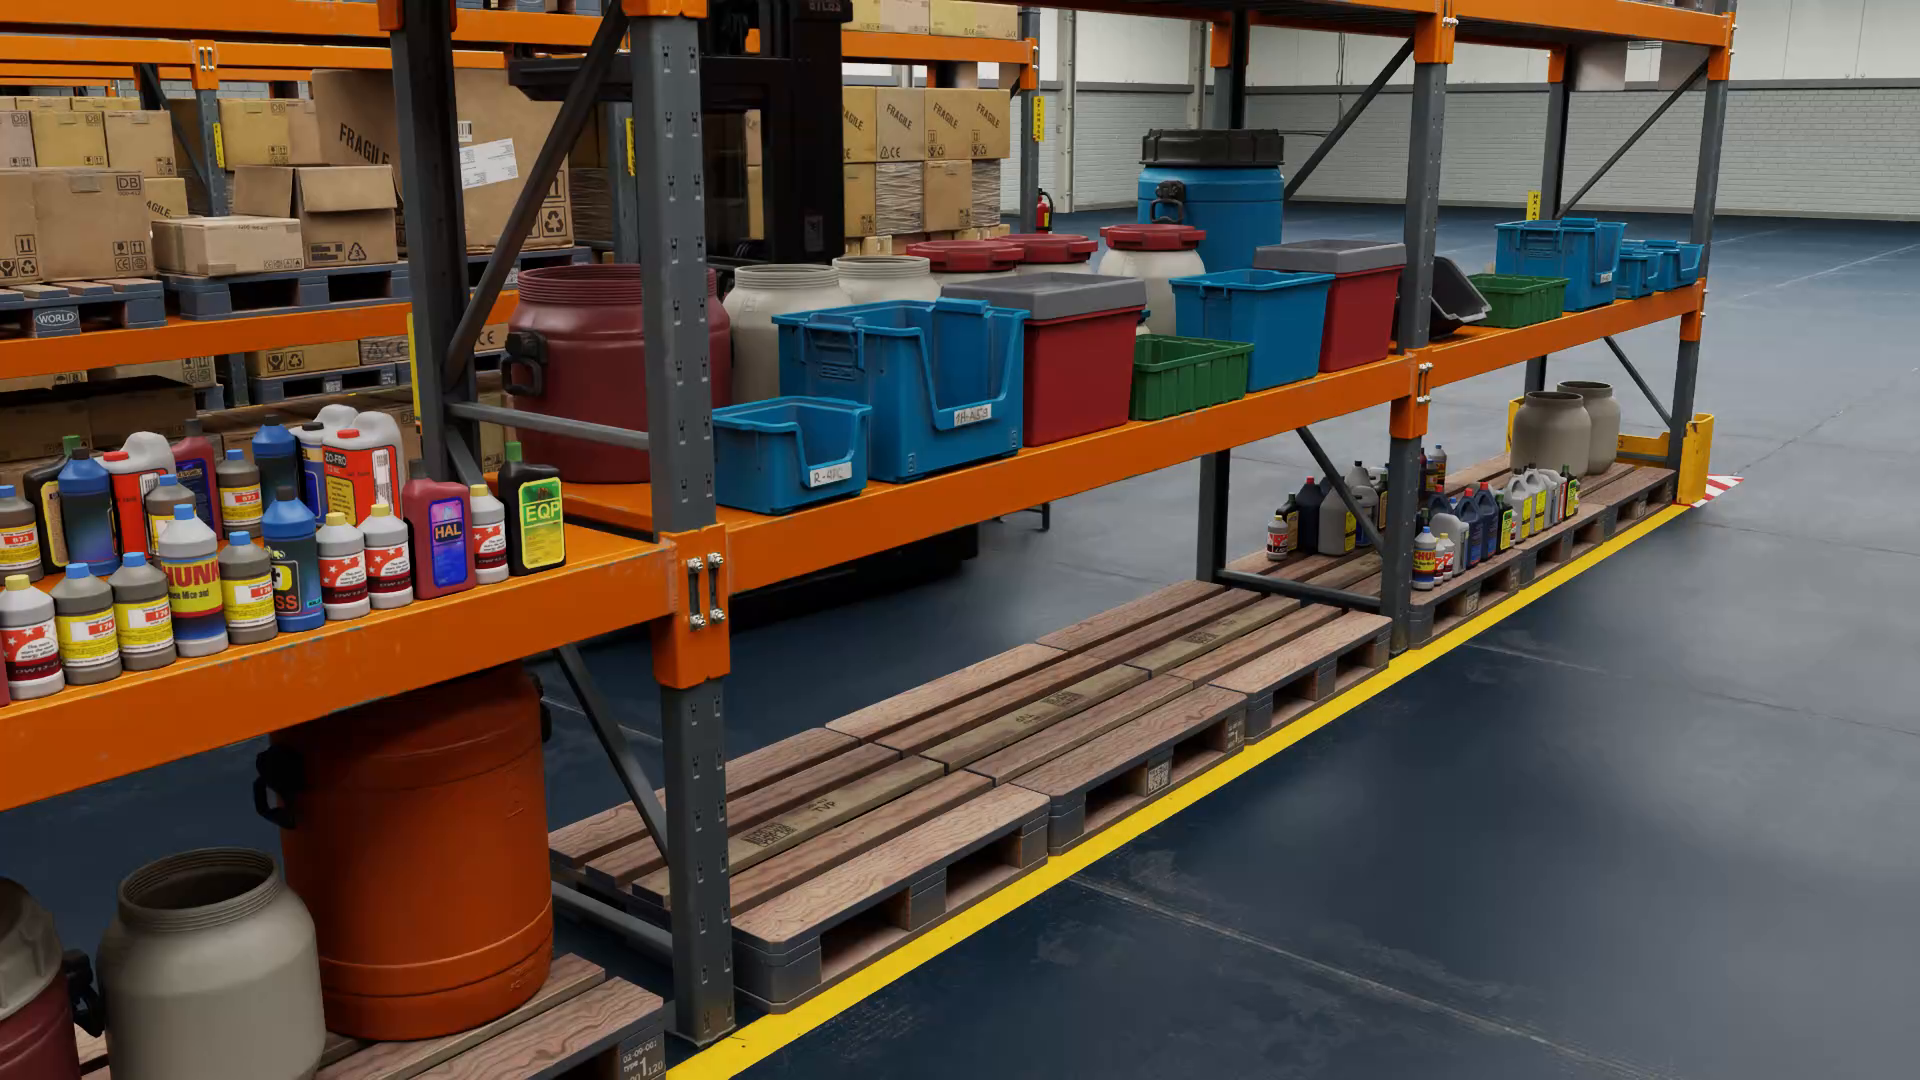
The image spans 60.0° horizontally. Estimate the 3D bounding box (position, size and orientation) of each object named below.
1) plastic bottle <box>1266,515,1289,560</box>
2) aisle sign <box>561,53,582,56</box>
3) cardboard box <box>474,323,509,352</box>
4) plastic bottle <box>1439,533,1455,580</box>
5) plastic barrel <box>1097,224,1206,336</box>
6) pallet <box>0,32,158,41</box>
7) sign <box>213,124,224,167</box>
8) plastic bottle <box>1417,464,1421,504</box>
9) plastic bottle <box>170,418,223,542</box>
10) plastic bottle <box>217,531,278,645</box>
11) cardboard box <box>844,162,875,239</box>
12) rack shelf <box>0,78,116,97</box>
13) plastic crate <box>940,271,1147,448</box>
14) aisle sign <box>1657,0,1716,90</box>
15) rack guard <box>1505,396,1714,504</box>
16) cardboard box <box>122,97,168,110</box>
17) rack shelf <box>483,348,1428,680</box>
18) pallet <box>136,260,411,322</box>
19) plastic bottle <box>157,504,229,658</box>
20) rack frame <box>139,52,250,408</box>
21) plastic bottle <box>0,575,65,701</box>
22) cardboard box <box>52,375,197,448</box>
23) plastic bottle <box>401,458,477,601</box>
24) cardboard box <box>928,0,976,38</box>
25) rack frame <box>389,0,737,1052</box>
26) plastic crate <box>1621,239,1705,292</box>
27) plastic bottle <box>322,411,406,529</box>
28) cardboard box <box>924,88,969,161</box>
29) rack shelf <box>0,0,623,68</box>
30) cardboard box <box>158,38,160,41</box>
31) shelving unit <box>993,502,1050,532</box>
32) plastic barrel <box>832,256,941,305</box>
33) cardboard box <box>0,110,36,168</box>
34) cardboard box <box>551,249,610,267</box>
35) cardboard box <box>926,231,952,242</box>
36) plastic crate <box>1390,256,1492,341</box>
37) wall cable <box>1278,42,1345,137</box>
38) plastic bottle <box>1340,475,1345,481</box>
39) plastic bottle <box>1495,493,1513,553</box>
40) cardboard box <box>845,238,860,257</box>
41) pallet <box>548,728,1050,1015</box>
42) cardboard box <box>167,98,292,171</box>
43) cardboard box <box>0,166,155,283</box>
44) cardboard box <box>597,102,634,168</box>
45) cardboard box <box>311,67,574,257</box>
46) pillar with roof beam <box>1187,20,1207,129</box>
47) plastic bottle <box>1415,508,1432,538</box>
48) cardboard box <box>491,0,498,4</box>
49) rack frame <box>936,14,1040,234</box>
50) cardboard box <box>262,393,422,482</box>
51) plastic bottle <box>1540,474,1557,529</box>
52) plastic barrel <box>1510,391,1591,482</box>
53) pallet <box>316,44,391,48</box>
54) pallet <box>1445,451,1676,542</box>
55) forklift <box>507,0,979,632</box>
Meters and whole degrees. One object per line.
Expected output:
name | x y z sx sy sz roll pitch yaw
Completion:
plastic bottle | 1.505 -0.015 7.878 0.097 0.201 0.097 0 14 0
aisle sign | -3.802 -4.679 16.170 0.394 0.787 0.004 11 18 38
cardboard box | -4.540 -2.224 15.248 0.875 0.875 0.875 11 18 37
plastic bottle | 2.188 0.071 7.541 0.097 0.201 0.097 0 14 0
plastic barrel | 0.747 -0.956 6.520 0.433 0.535 0.433 0 14 0
pallet | -6.665 -3.771 12.172 0.805 0.209 1.217 10 18 35
sign | -5.699 -3.034 12.783 0.100 0.325 0.005 11 18 38
plastic bottle | 2.436 -0.332 8.986 0.097 0.271 0.097 0 14 0
plastic bottle | -1.760 -0.129 3.774 0.061 0.283 0.133 11 18 38
plastic bottle | -1.332 0.085 3.098 0.097 0.201 0.097 0 14 0
cardboard box | -1.078 -2.367 11.539 0.875 0.500 0.500 11 18 38
rack shelf | -12.647 -5.596 20.426 1.077 0.370 4.000 11 18 38
plastic crate | 0.259 -0.567 5.133 0.402 0.464 0.583 11 18 38
aisle sign | 4.310 -3.034 9.693 0.394 0.787 0.004 11 18 38
rack guard | 4.022 -0.573 10.361 1.175 0.500 0.348 11 18 38
cardboard box | -8.664 -4.368 17.388 0.700 0.500 0.500 11 18 37
rack shelf | 0.262 -0.308 5.705 1.077 0.370 4.000 11 18 38
pallet | -3.635 -1.333 8.667 1.003 0.211 1.213 11 18 38
plastic bottle | -1.394 0.070 3.016 0.097 0.271 0.097 0 14 0
rack frame | -6.127 -2.593 13.239 1.000 3.000 0.127 11 18 38
plastic bottle | -1.577 0.160 2.805 0.097 0.201 0.097 0 14 0
cardboard box | -4.124 -0.642 8.217 0.500 0.250 0.500 -14 20 -43
plastic bottle | -1.062 -0.030 3.384 0.061 0.283 0.133 11 18 38
cardboard box | -0.236 -3.726 11.910 0.500 0.250 0.500 11 18 38
rack frame | -0.995 -0.274 4.109 1.000 3.000 0.127 11 18 38
plastic crate | 3.952 -1.592 9.598 0.499 0.251 0.616 11 18 38
plastic bottle | -1.400 -0.157 3.902 0.152 0.276 0.135 11 18 38
cardboard box | -0.282 -3.009 12.039 0.500 0.500 0.500 11 18 38
rack shelf | -3.590 -2.528 8.353 1.077 0.370 4.000 11 18 38
cardboard box | -8.594 -5.198 17.102 0.500 0.250 0.500 11 18 38
shelving unit | 0.100 -0.743 9.000 0.431 1.500 0.755 13 19 41
plastic barrel | -0.249 -0.639 5.318 0.421 0.512 0.421 0 14 0
cardboard box | -7.075 -2.835 11.956 0.700 0.500 0.500 11 18 38
cardboard box | -2.427 -1.771 10.513 0.380 0.149 0.250 11 18 38
cardboard box | -0.281 -2.215 12.260 0.380 0.149 0.250 11 18 38
plastic crate | 1.947 -1.090 7.449 0.767 0.338 0.504 11 18 38
wall cable | 9.207 -12.387 45.913 3.097 2.526 0.112 11 18 38
plastic bottle | 1.891 -0.179 8.358 0.061 0.283 0.133 13 19 41
plastic bottle | 2.604 -0.088 8.002 0.061 0.283 0.133 12 19 40
cardboard box | -0.910 -2.023 11.506 0.380 0.149 0.250 11 18 38
pallet | -0.478 0.935 5.012 1.003 0.211 1.213 11 18 38
cardboard box | -5.869 -3.255 13.345 0.875 0.550 0.550 11 18 38
cardboard box | -4.266 -1.524 7.975 0.500 0.500 0.700 -13 19 -41
cardboard box | -1.853 -2.530 10.154 0.500 0.500 0.500 11 18 38
cardboard box | -2.941 -2.170 9.502 1.000 1.000 1.000 11 18 38
pillar with roof beam | 9.675 -12.866 41.493 9.100 9.000 0.400 11 18 38
plastic bottle | 2.159 -0.012 7.702 0.061 0.283 0.133 11 18 38
cardboard box | -4.335 -4.808 14.509 0.500 0.250 0.500 11 18 37
rack frame | 0.181 -2.572 13.157 1.000 3.000 0.127 11 18 38
cardboard box | -3.401 -0.498 9.175 0.700 0.500 0.500 9 17 33
plastic bottle | 2.953 -0.209 8.491 0.152 0.276 0.135 11 18 36
plastic barrel | 3.364 -0.570 9.474 0.421 0.512 0.421 0 14 0
pallet | -4.838 -4.392 14.407 1.003 0.211 1.213 11 18 38
pallet | 3.507 -0.278 9.788 1.003 0.211 1.213 11 18 38
forklift | -1.324 -1.116 7.563 3.031 2.935 1.130 -13 19 -41
